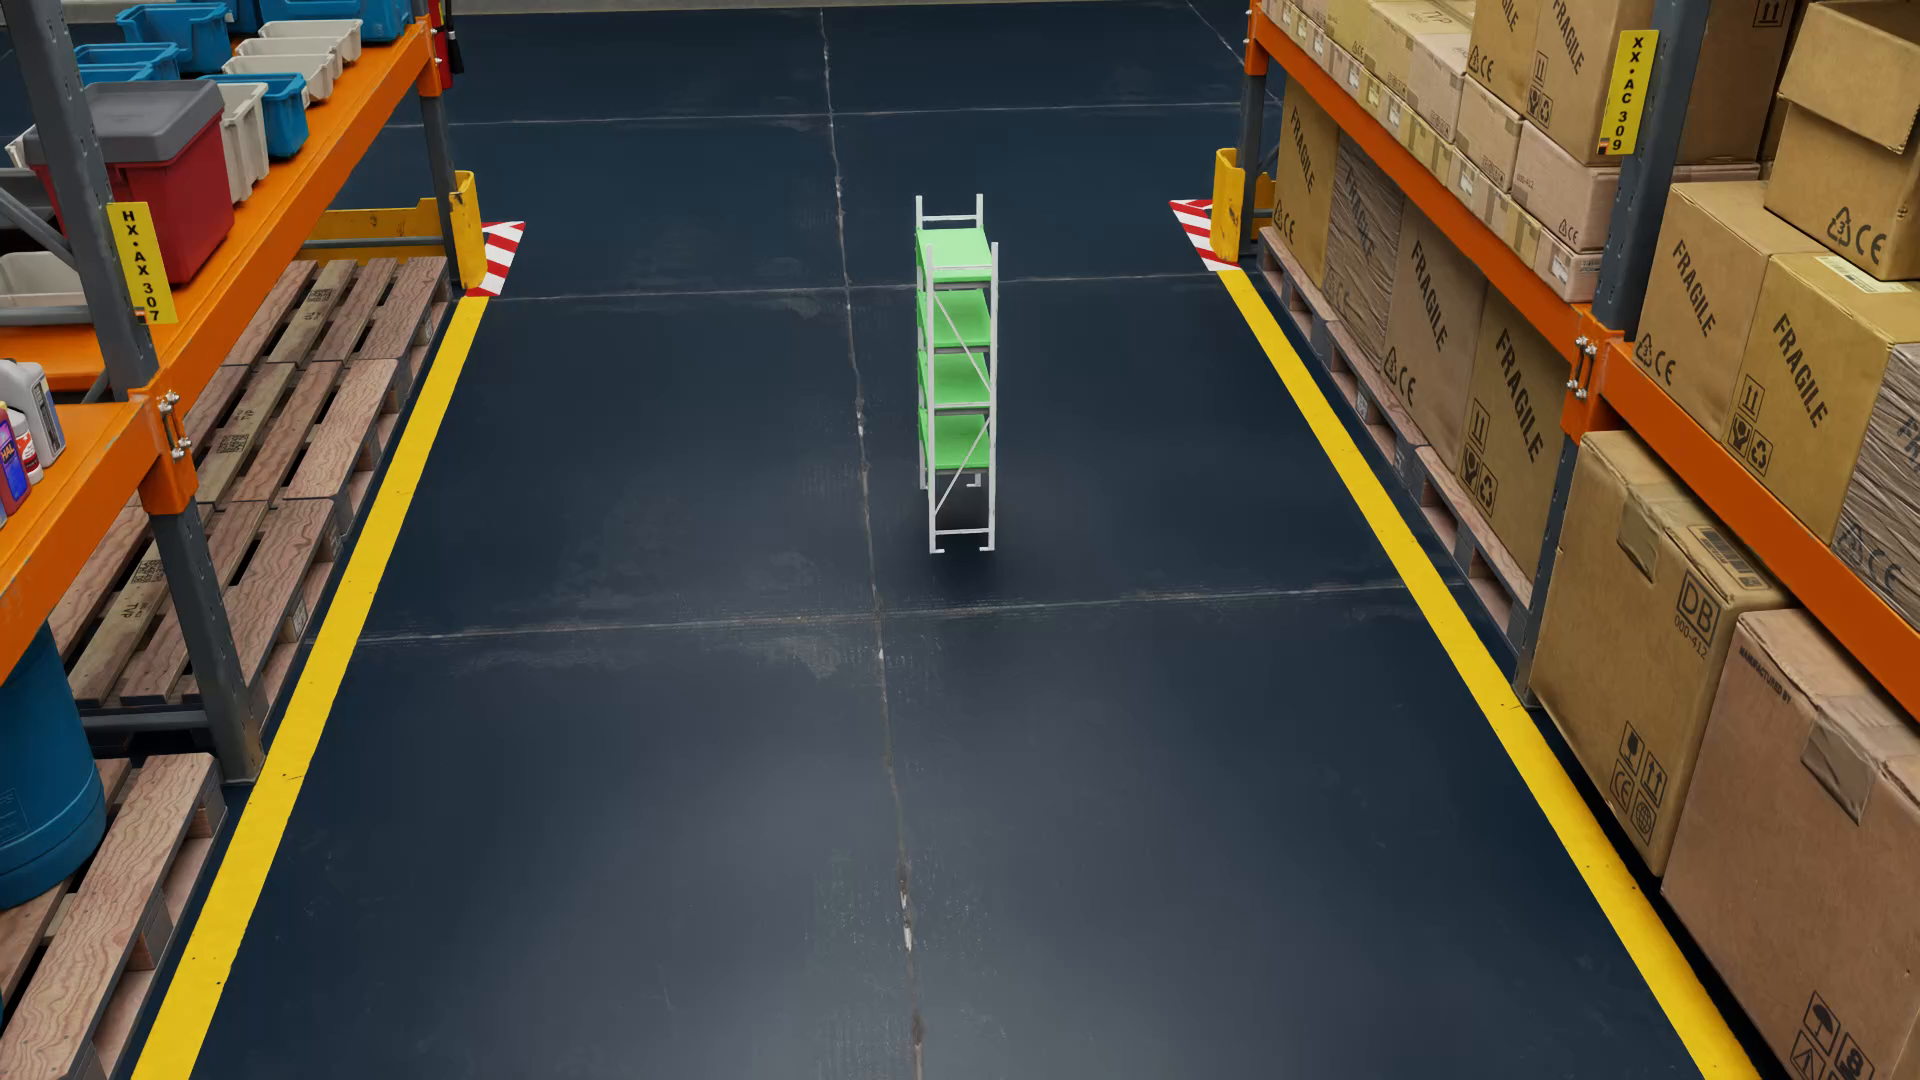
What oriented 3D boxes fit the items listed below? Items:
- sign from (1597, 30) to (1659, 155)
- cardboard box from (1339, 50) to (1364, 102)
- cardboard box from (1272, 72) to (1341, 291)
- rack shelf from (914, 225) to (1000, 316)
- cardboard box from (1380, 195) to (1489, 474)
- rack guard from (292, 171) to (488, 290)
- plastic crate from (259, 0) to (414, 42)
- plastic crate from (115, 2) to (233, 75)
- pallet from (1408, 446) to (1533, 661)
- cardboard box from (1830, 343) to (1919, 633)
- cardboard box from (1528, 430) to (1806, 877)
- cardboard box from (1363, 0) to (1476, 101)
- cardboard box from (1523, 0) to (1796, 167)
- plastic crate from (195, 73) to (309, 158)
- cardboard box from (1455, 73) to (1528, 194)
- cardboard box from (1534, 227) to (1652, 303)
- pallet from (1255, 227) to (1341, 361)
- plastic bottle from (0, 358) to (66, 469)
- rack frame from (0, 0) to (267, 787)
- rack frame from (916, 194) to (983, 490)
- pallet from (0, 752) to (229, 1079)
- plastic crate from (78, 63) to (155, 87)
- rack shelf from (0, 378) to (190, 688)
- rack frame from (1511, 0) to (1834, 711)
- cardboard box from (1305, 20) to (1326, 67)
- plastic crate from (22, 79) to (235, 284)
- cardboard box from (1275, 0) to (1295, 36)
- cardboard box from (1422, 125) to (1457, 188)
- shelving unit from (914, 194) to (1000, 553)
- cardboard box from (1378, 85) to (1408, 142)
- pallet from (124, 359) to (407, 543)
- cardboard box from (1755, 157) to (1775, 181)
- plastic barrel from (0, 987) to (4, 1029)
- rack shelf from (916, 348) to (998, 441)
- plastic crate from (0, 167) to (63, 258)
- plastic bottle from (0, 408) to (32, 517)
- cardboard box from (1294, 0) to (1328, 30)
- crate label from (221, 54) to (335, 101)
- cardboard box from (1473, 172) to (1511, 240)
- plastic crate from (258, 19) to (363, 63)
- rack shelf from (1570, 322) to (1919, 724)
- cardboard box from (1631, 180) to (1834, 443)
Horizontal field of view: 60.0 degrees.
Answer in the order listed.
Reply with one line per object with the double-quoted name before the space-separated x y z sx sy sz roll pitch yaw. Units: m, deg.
"sign" 1.752 -1.173 4.367 0.100 0.325 0.005 -3 31 -5
"cardboard box" 1.758 -1.875 6.709 0.380 0.149 0.250 -3 31 -5
"cardboard box" 2.070 -1.782 7.970 0.875 0.875 0.875 -3 31 -5
"rack shelf" -0.015 -0.957 5.870 0.258 0.148 0.480 -3 31 -5
"cardboard box" 2.239 -0.863 6.432 0.875 0.875 0.875 -3 31 -5
"rack guard" -3.015 -1.538 8.337 1.175 0.500 0.348 -3 31 -5
"plastic crate" -2.783 -2.478 7.381 0.616 0.435 0.499 -3 31 -5
"plastic crate" -3.243 -2.075 6.904 0.416 0.233 0.300 -3 31 -5
"pallet" 2.312 0.011 6.026 1.003 0.211 1.213 -3 31 -5
"cardboard box" 2.193 -0.078 3.358 0.500 0.500 0.500 -3 31 -6
"cardboard box" 2.384 0.263 4.546 1.225 0.875 0.875 -3 31 -4
"cardboard box" 1.860 -1.854 6.285 0.500 0.250 0.500 -3 31 -6
"cardboard box" 1.996 -1.401 4.796 0.500 0.500 0.500 -2 31 -3
"plastic crate" -2.553 -1.517 5.969 0.416 0.233 0.300 -3 31 -5
"cardboard box" 1.951 -1.335 5.415 0.500 0.250 0.500 -2 31 -3
"cardboard box" 1.950 -0.826 4.953 0.380 0.149 0.250 -3 31 -4
"pallet" 2.084 -1.235 8.112 1.003 0.211 1.213 -3 31 -5
"plastic bottle" -2.268 -0.318 3.978 0.152 0.276 0.135 -3 31 -5
"rack frame" -2.627 -0.557 4.257 1.000 3.000 0.127 -3 31 -5
"rack frame" -0.038 -0.724 6.292 0.240 1.200 0.015 -3 31 -5
"pallet" -2.596 1.036 4.310 1.003 0.211 1.213 -3 31 -5
"plastic crate" -3.154 -1.586 6.085 0.416 0.233 0.300 -3 31 -5
"rack shelf" -2.440 0.773 2.732 1.077 0.370 4.000 -3 31 -5
"rack frame" 2.305 -0.794 4.655 1.000 3.000 0.127 -3 31 -5
"cardboard box" 1.711 -2.137 7.147 0.380 0.149 0.250 -3 31 -5
"plastic crate" -2.460 -1.078 5.009 0.402 0.464 0.583 -3 31 -5
"cardboard box" 1.661 -2.401 7.589 0.380 0.149 0.250 -3 31 -5
"cardboard box" 1.854 -1.352 5.833 0.380 0.149 0.250 -2 31 -4
"shelving unit" -0.015 -0.600 6.084 0.258 1.200 0.503 -3 31 -5
"cardboard box" 1.807 -1.613 6.269 0.380 0.149 0.250 -2 31 -4
"pallet" -2.851 -0.358 6.643 1.003 0.211 1.213 -3 31 -5
"cardboard box" 2.522 -1.110 5.039 0.500 0.250 0.500 -3 31 -5
"plastic barrel" -2.526 0.804 3.616 0.600 0.901 0.708 -3 31 -5
"rack shelf" -0.015 -0.545 6.117 0.258 0.148 0.480 -3 31 -5
"plastic crate" -2.999 -1.023 5.248 0.437 0.125 0.590 -3 31 -5
"plastic bottle" -2.201 -0.205 3.782 0.061 0.283 0.133 -3 31 -5
"cardboard box" 1.762 -2.377 7.160 0.500 0.250 0.500 -3 31 -5
"crate label" -2.681 -1.814 6.561 0.396 0.136 0.243 -3 31 -5
"cardboard box" 1.902 -1.089 5.393 0.380 0.149 0.250 -3 31 -5
"plastic crate" -2.744 -2.104 7.046 0.396 0.136 0.243 -3 31 -5
"rack shelf" 2.492 0.536 3.130 1.077 0.370 4.000 -3 31 -5
"cardboard box" 2.099 -0.590 4.216 0.500 0.500 0.500 -3 31 -4
